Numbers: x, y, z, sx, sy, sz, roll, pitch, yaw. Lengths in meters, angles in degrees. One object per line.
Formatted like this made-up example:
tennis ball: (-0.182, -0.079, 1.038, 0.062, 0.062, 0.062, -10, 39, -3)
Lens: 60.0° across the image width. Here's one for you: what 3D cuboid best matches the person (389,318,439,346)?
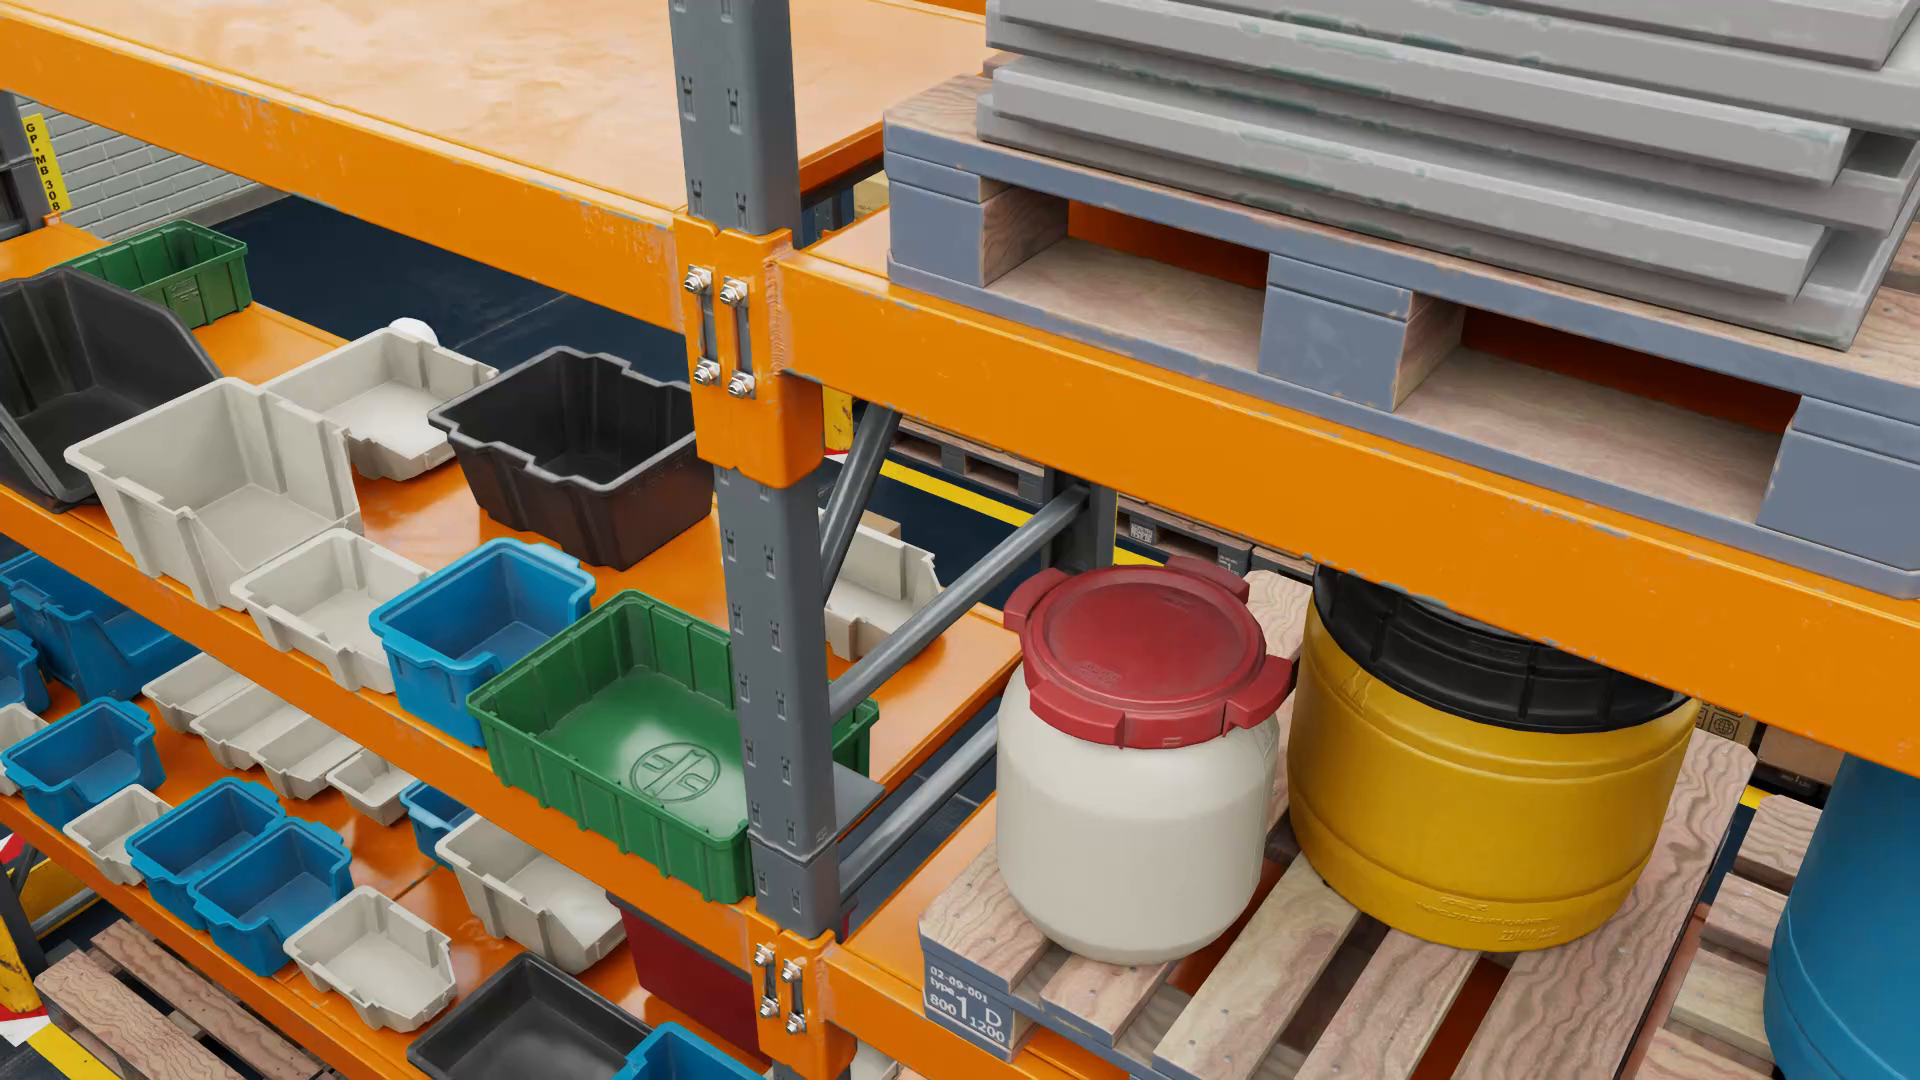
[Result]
person: (-2.411, -0.217, 7.594, 0.759, 1.746, 0.529, -6, 35, -9)
